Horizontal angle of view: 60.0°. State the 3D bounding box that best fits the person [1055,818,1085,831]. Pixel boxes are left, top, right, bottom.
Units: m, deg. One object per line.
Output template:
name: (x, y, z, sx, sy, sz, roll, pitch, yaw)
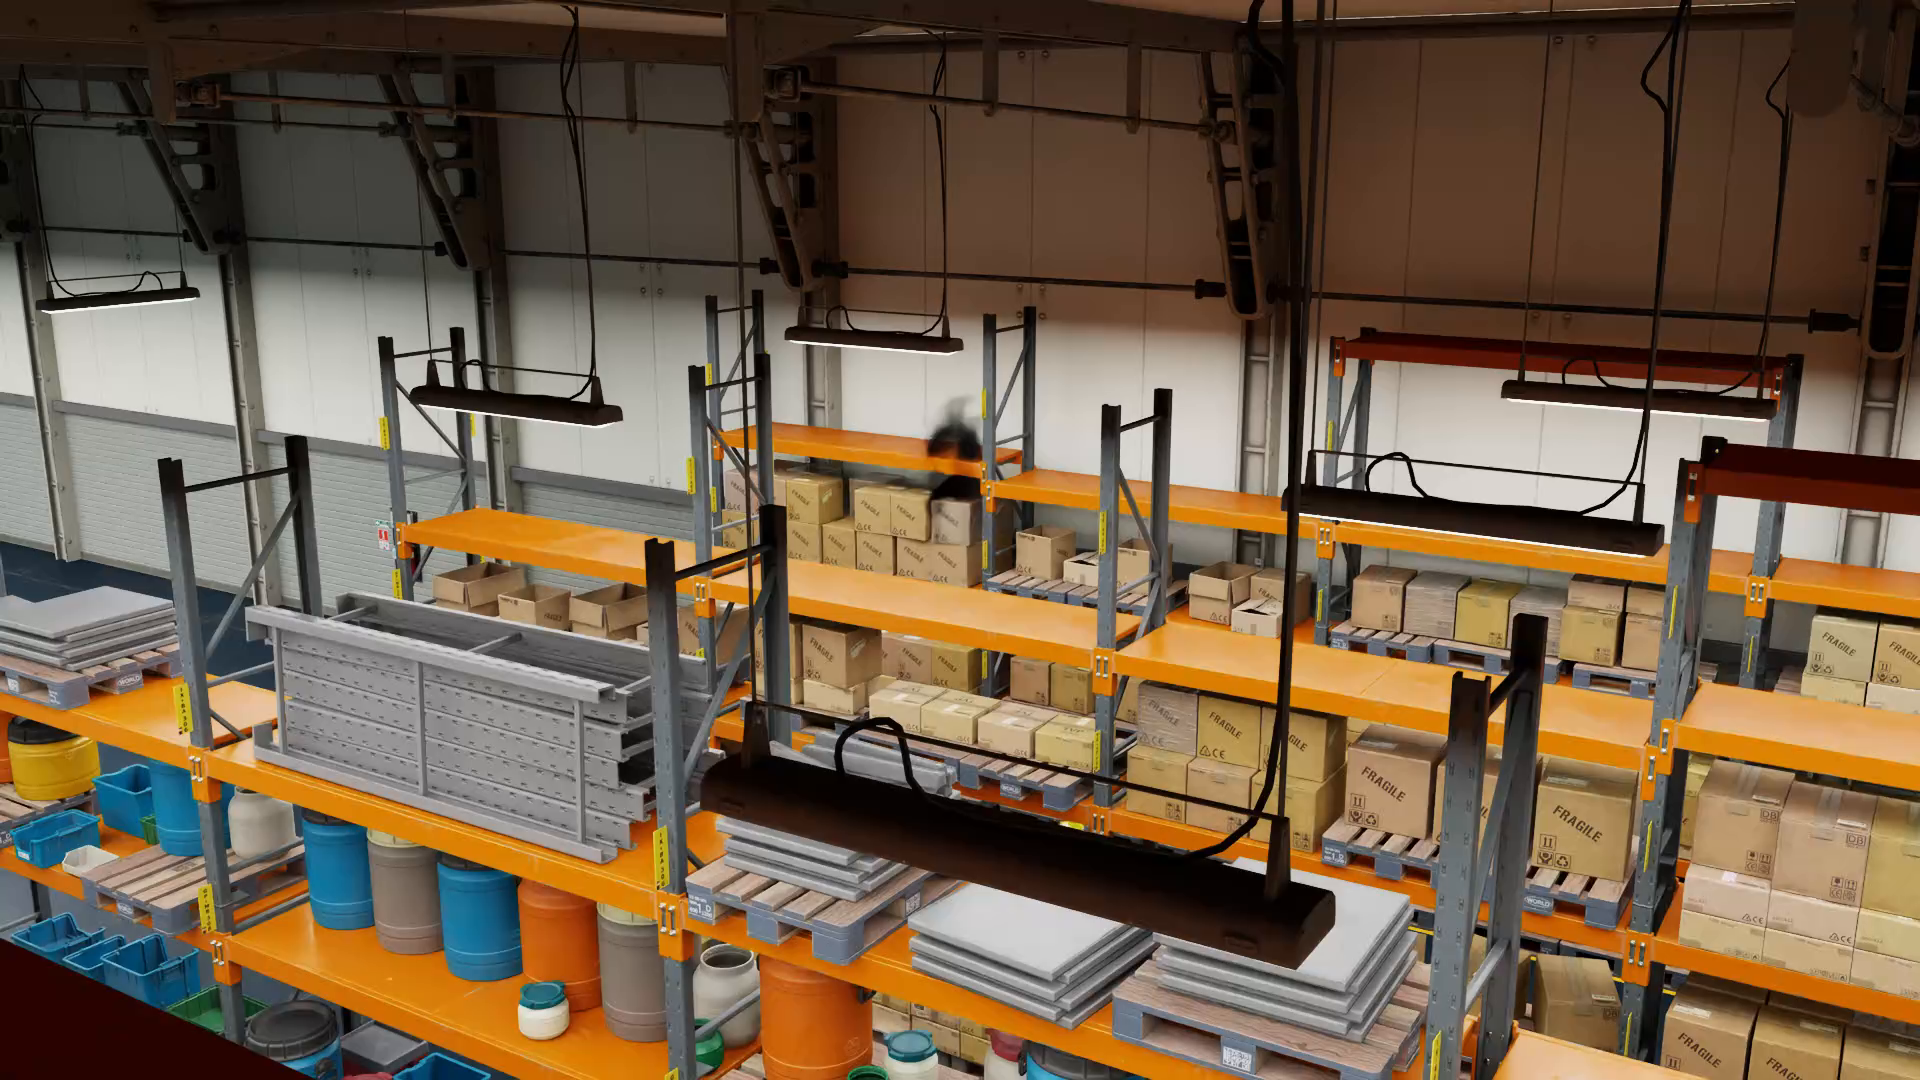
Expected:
person: (0.989, 3.240, 16.142, 0.604, 1.719, 0.696, 6, 15, 24)
